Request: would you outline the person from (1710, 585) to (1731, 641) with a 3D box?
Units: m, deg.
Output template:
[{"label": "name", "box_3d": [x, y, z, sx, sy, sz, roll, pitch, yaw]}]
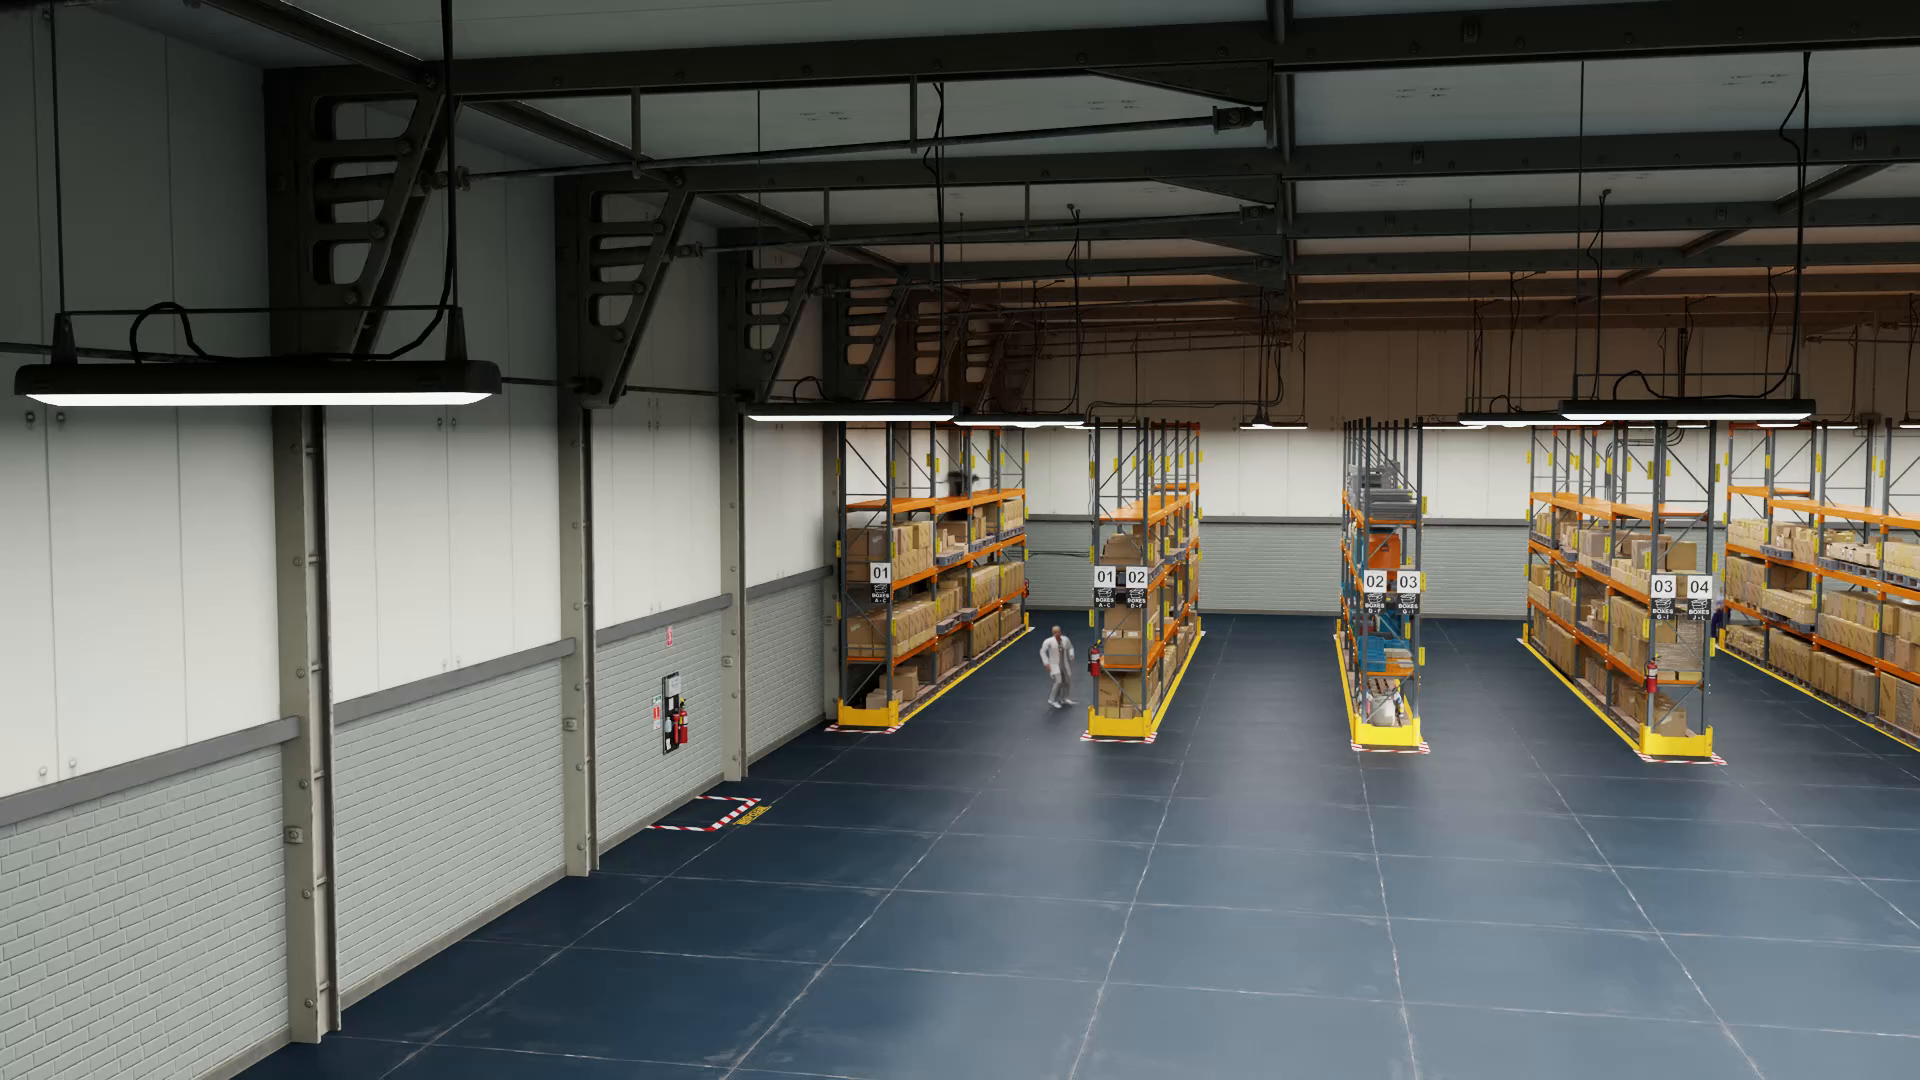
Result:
[{"label": "person", "box_3d": [20.699, 2.020, 45.043, 0.796, 1.654, 0.649, 0, 4, -6]}]

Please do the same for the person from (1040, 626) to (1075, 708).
[{"label": "person", "box_3d": [2.074, 2.684, 34.725, 0.733, 1.611, 0.768, -2, 4, -26]}]

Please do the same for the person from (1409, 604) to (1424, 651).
[{"label": "person", "box_3d": [11.628, 2.084, 43.053, 0.684, 1.691, 0.524, 0, 4, 7]}]

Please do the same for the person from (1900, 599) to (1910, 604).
[{"label": "person", "box_3d": [22.419, 2.277, 39.545, 0.654, 1.750, 0.905, 0, 4, -3]}]
